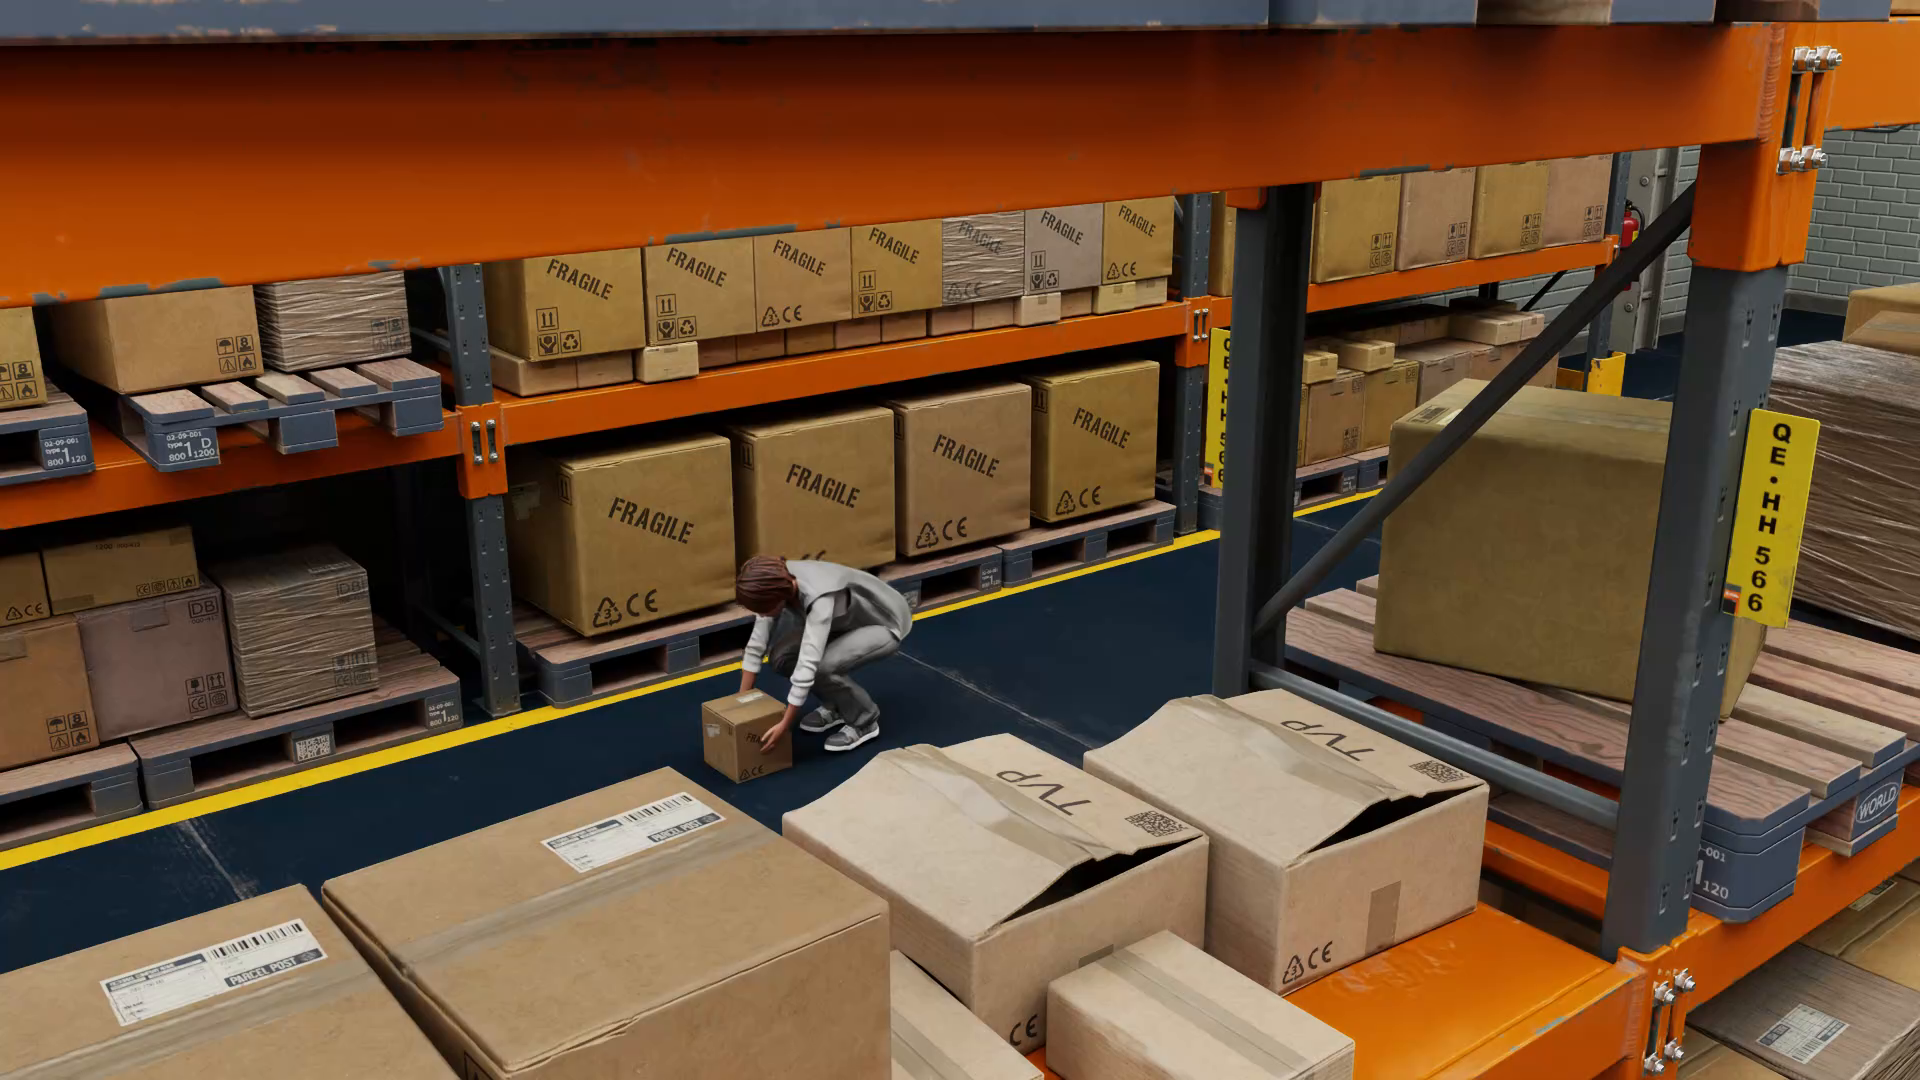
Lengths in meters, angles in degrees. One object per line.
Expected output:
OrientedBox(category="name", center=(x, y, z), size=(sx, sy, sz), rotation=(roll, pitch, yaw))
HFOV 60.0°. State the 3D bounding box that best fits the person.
OrientedBox(category="person", center=(-0.536, 0.410, 6.532), size=(0.799, 0.845, 0.442), rotation=(-14, 23, -36))
